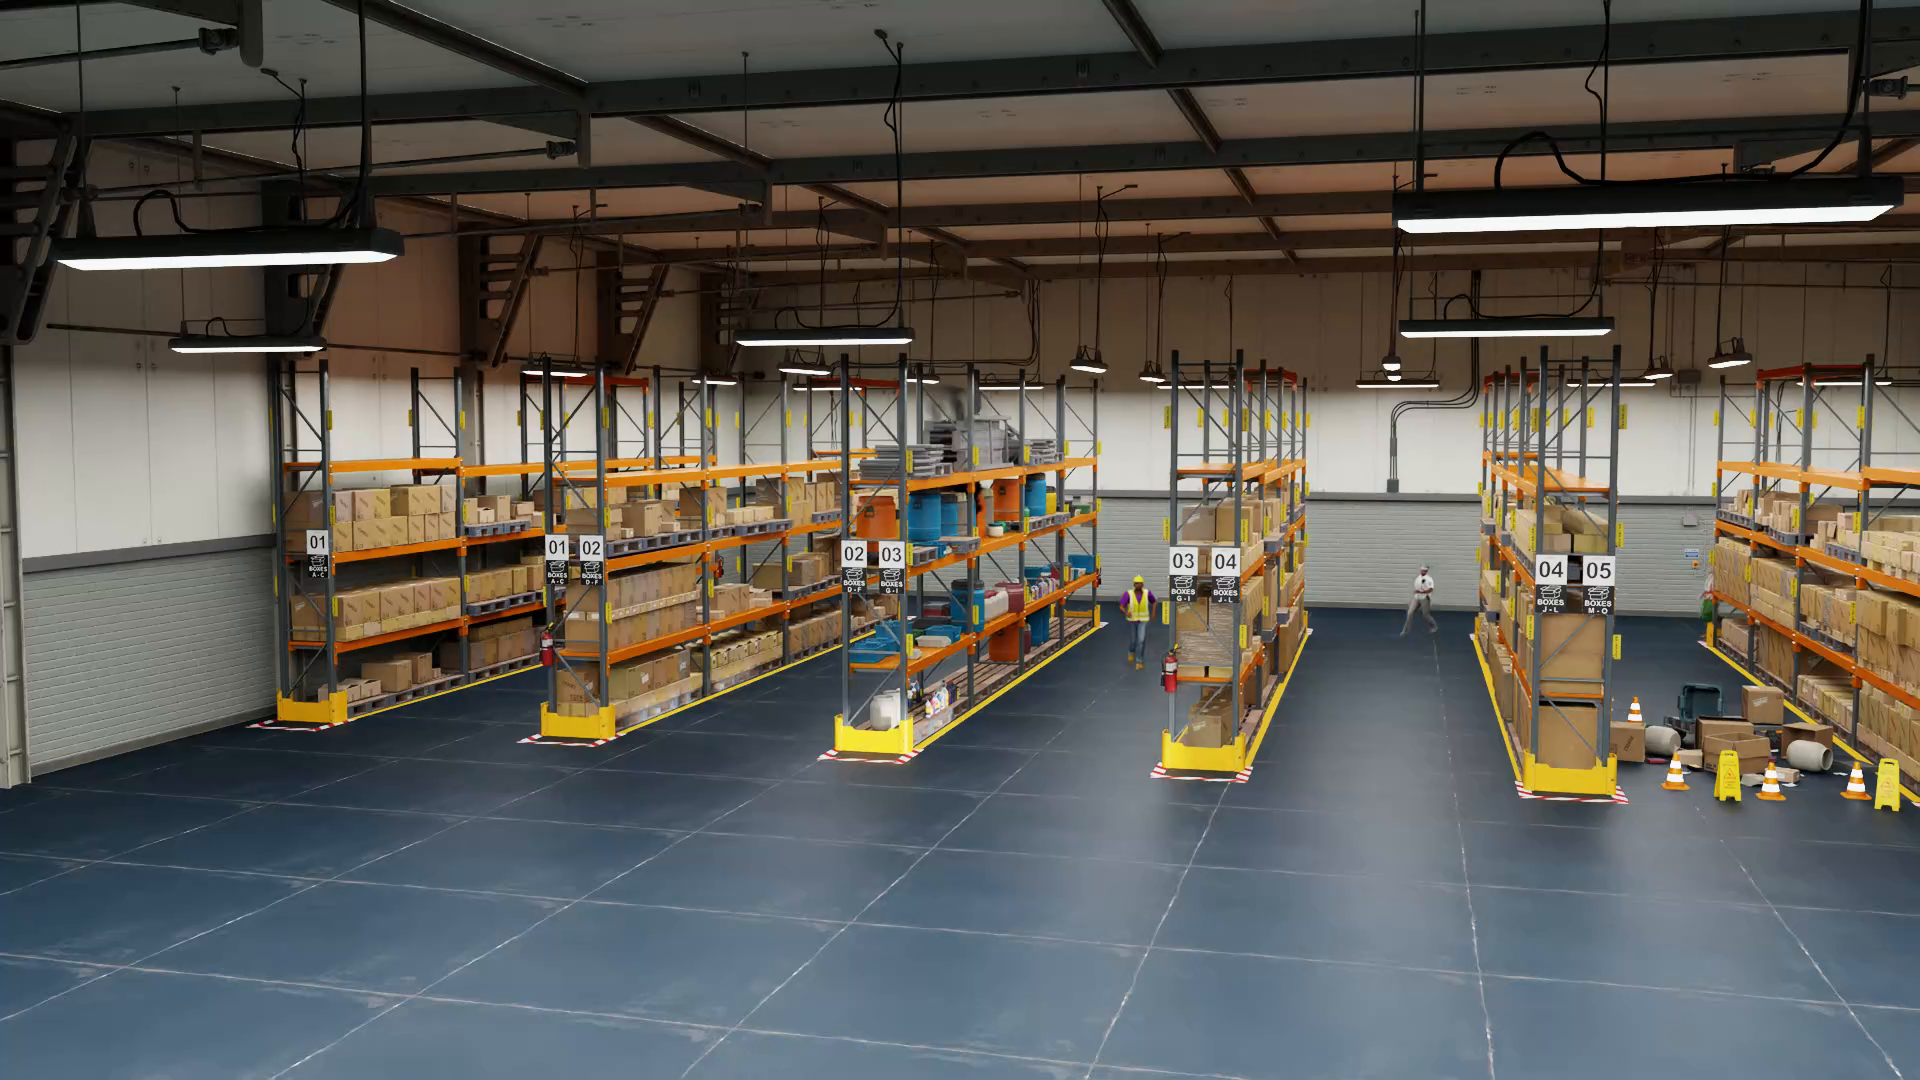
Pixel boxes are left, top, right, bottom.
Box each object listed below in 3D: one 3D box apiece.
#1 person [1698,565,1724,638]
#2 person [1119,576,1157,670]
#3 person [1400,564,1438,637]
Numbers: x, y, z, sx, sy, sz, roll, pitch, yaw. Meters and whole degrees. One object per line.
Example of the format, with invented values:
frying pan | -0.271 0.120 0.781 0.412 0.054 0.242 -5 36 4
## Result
person | 17.381 1.383 38.286 0.627 1.741 0.656 0 4 -1
person | 3.426 1.572 32.088 0.703 1.769 0.824 0 4 1
person | 10.707 1.396 38.520 0.921 1.691 0.591 -3 5 -34
